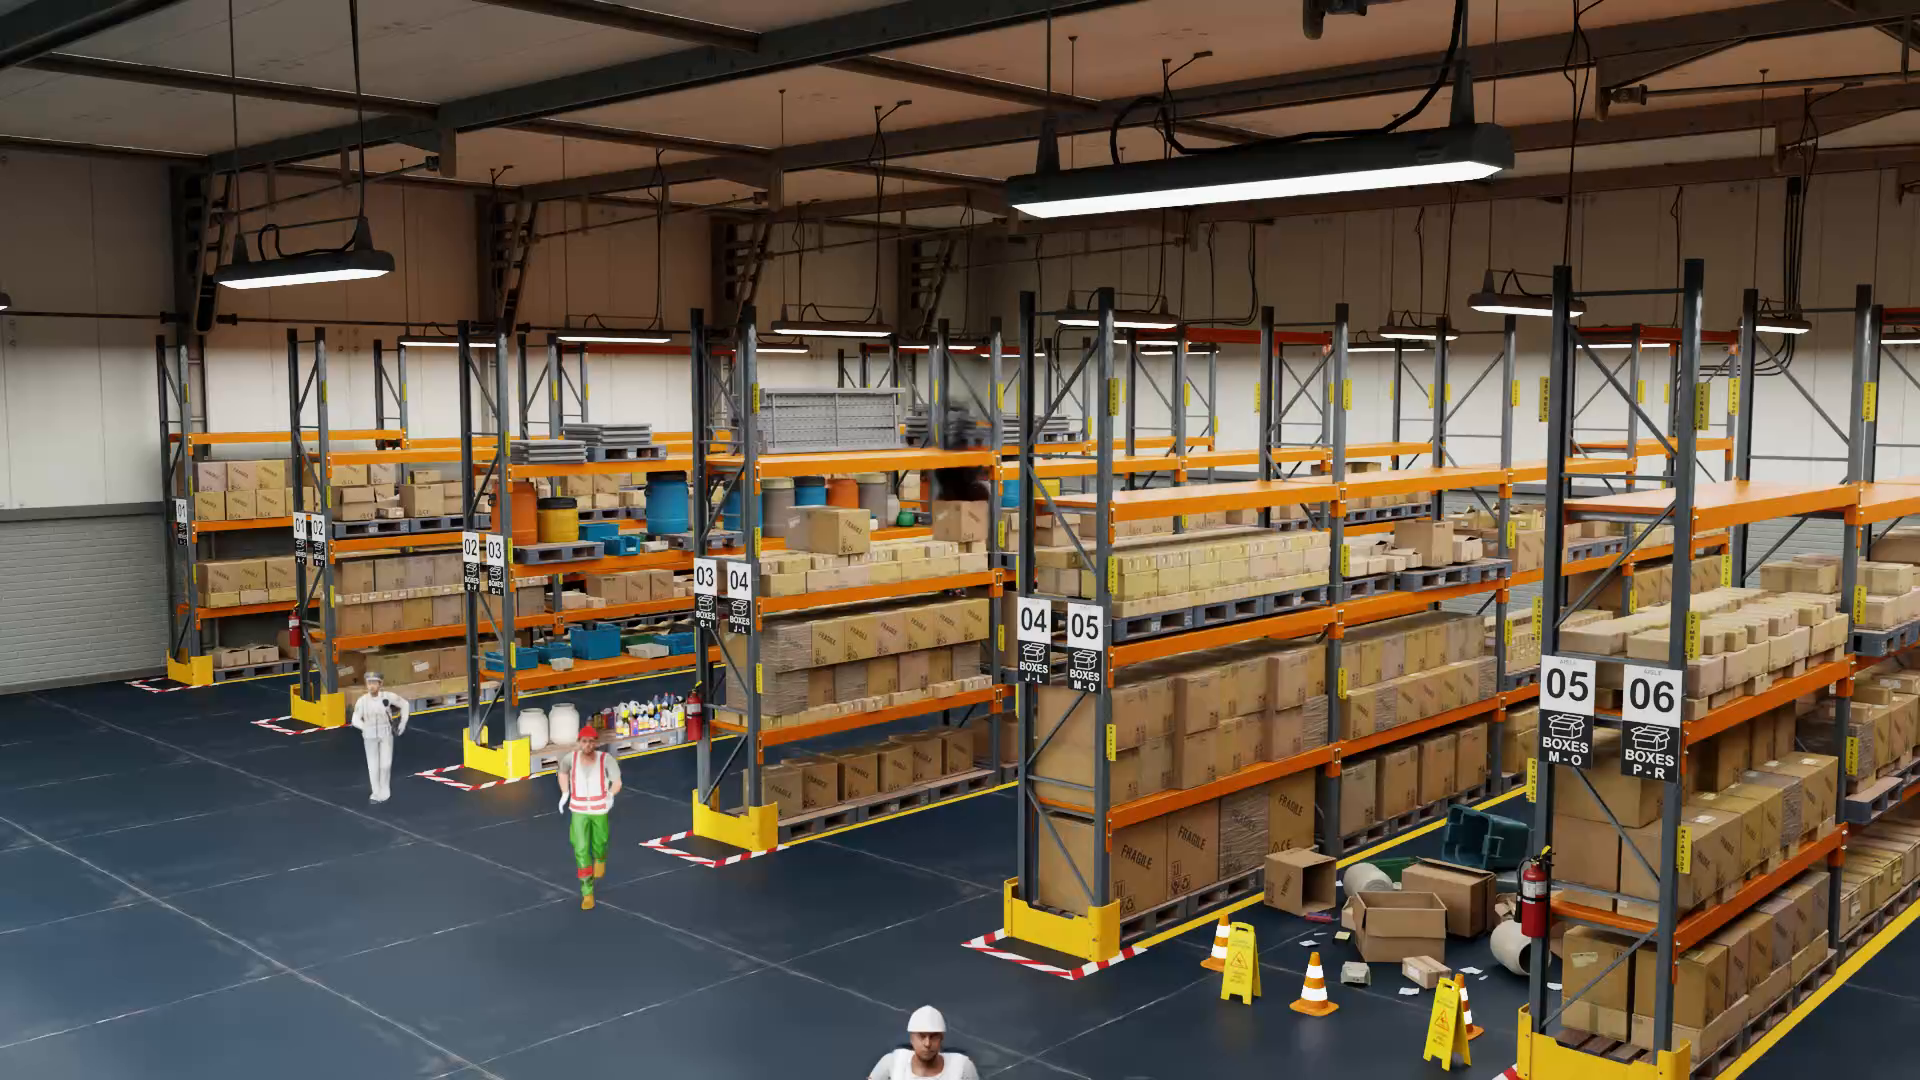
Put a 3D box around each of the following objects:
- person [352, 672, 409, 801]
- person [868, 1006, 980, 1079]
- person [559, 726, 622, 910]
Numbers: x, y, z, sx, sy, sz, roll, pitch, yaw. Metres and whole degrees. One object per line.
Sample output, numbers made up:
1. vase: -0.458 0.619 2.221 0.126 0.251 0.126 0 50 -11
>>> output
1. person: -7.097 2.414 20.359 0.633 1.652 0.777 -1 5 -11
2. person: -0.185 3.433 9.169 0.682 1.781 0.912 0 5 -2
3. person: -3.714 2.714 16.714 0.627 1.772 0.968 -1 5 -9
